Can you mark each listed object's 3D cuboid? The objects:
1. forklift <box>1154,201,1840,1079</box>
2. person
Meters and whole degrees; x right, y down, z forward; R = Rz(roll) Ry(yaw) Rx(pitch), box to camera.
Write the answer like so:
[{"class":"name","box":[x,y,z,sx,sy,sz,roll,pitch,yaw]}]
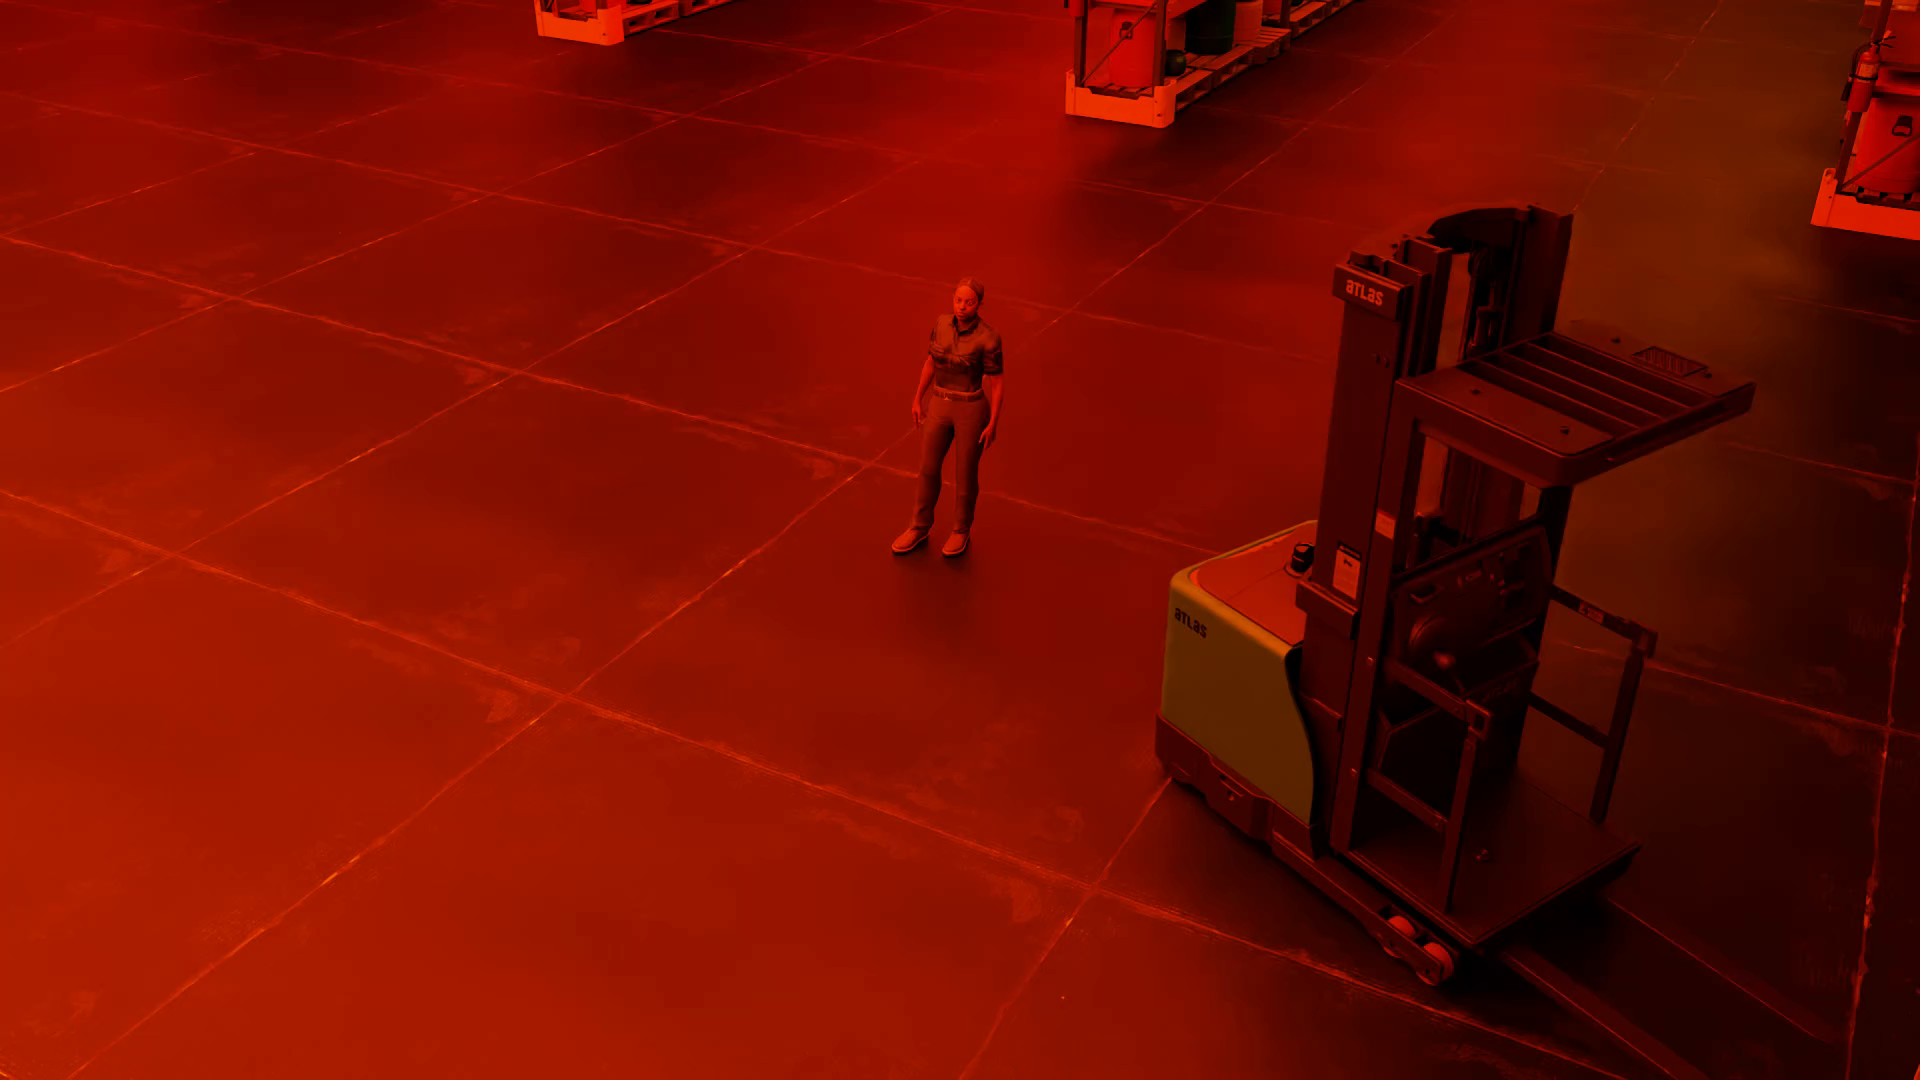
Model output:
[{"class":"forklift","box":[2.195,0.282,6.582,1.130,2.935,3.031,-19,35,-30]},{"class":"person","box":[-0.059,-0.689,9.528,0.570,1.654,0.504,15,33,25]}]
